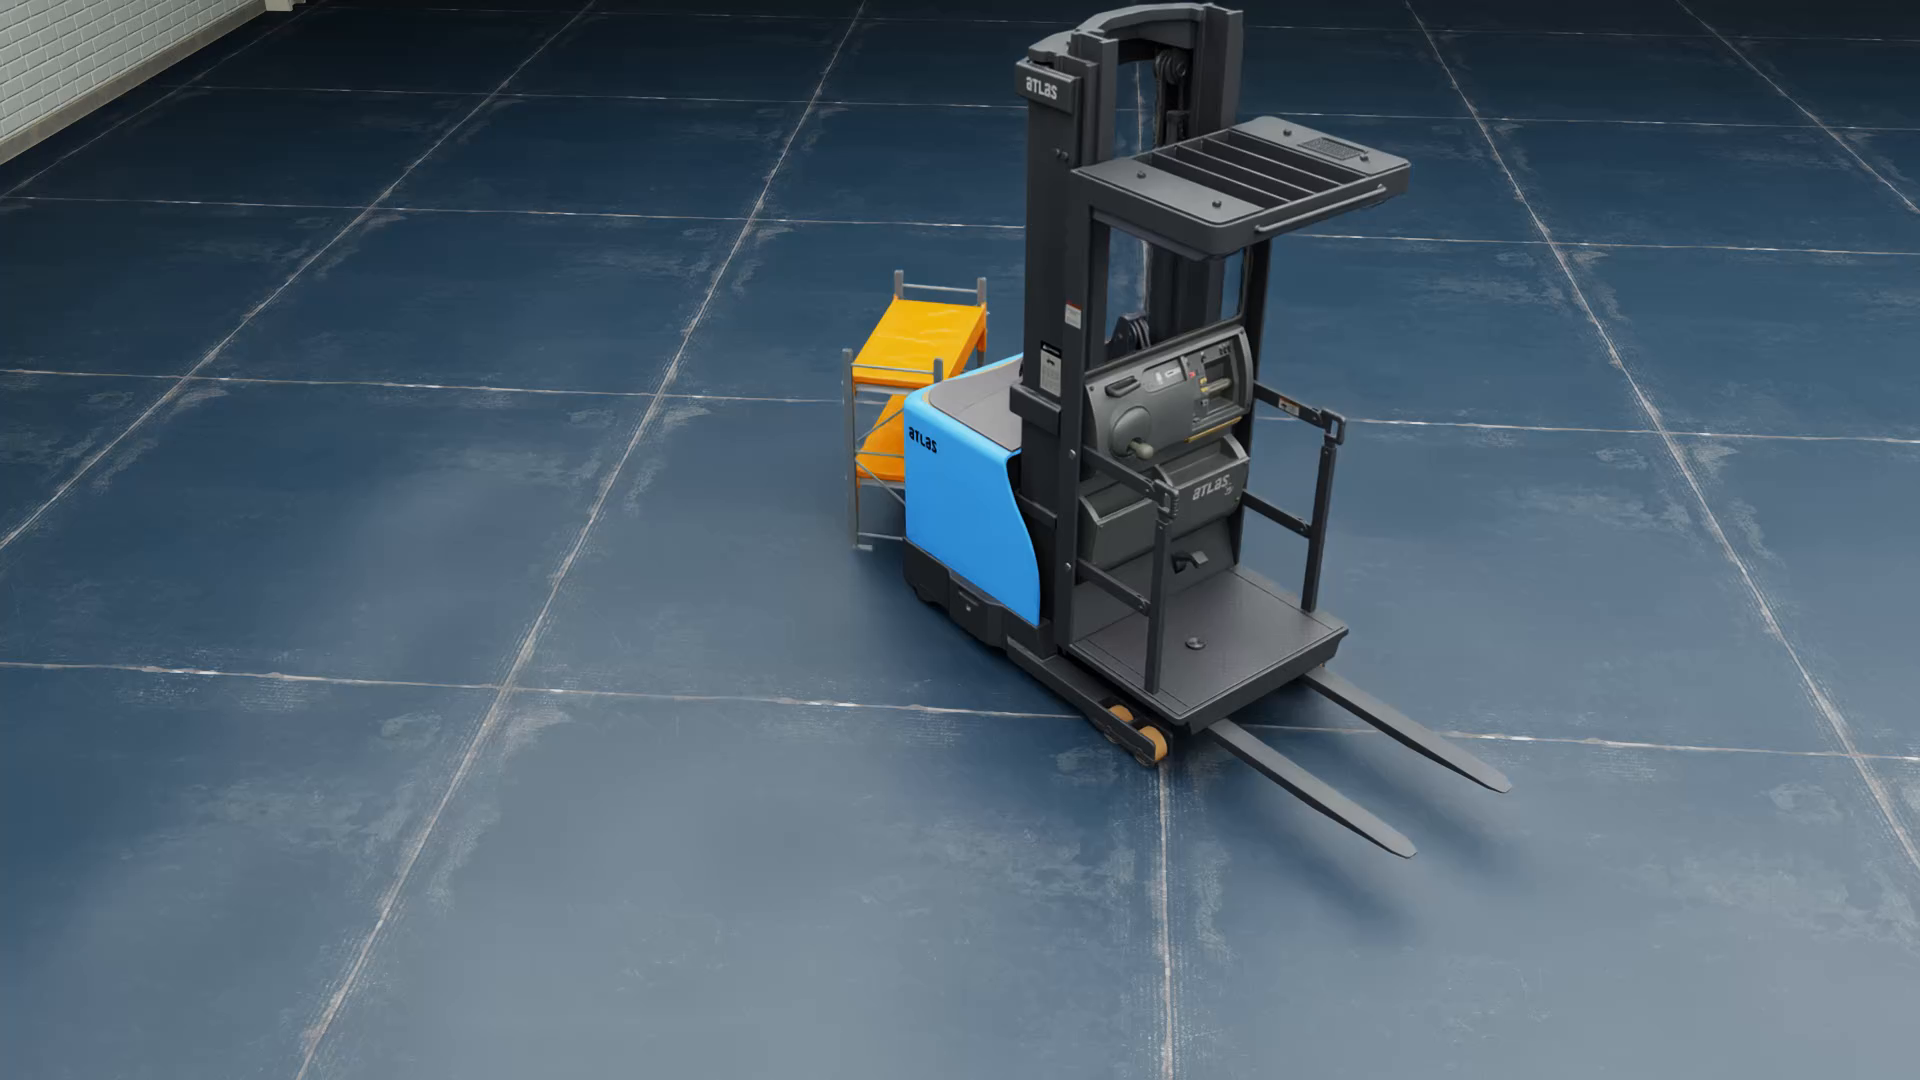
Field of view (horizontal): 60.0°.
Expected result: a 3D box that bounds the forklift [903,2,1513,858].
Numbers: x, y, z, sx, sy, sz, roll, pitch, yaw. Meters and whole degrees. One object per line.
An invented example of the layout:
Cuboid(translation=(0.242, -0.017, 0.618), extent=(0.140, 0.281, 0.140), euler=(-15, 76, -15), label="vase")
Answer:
Cuboid(translation=(1.028, -0.573, 6.885), extent=(1.130, 2.935, 3.031), euler=(-23, 38, -32), label="forklift")

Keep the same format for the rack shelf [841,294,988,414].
Cuboid(translation=(-0.217, -0.930, 8.630), extent=(0.538, 0.278, 1.000), euler=(7, 32, 11), label="rack shelf")

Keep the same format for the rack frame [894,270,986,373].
Cuboid(translation=(-0.106, -0.941, 9.206), extent=(0.500, 1.125, 0.032), euler=(7, 32, 11), label="rack frame")

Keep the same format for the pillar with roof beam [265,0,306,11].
Cuboid(translation=(-3.125, -9.511, 15.606), extent=(9.100, 9.000, 0.400), euler=(2, 32, 4), label="pillar with roof beam")

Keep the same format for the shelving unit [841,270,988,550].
Cuboid(translation=(-0.217, -0.681, 8.783), extent=(0.538, 1.125, 1.048), euler=(7, 32, 11), label="shelving unit")

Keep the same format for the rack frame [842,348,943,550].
Cuboid(translation=(-0.328, -0.421, 8.361), extent=(0.500, 1.125, 0.032), euler=(7, 32, 11), label="rack frame")

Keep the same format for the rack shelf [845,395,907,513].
Cuboid(translation=(-0.217, -0.473, 8.911), extent=(0.538, 0.278, 1.000), euler=(7, 32, 11), label="rack shelf")
